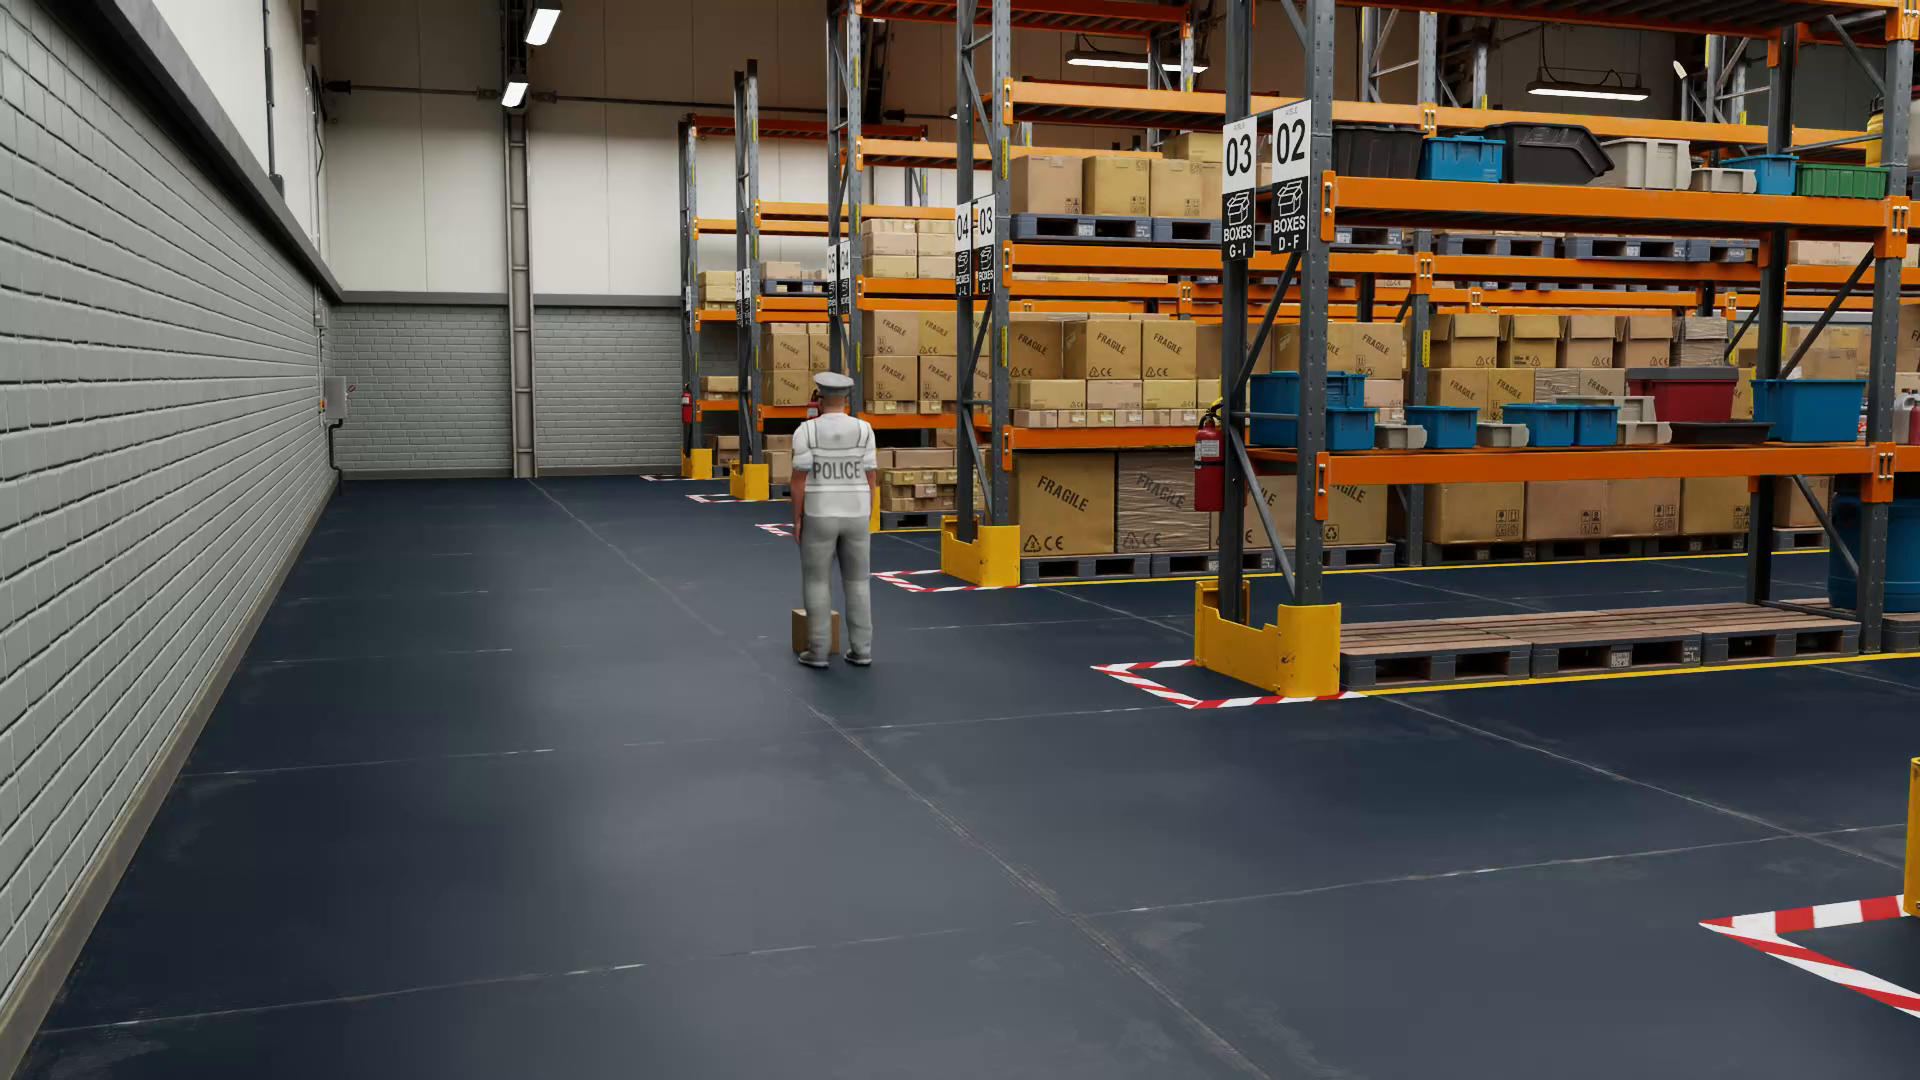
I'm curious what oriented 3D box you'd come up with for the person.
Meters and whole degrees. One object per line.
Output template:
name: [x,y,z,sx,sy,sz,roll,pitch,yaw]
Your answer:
person: [-0.769,-0.125,9.994,0.525,1.759,0.393,-2,6,-17]
